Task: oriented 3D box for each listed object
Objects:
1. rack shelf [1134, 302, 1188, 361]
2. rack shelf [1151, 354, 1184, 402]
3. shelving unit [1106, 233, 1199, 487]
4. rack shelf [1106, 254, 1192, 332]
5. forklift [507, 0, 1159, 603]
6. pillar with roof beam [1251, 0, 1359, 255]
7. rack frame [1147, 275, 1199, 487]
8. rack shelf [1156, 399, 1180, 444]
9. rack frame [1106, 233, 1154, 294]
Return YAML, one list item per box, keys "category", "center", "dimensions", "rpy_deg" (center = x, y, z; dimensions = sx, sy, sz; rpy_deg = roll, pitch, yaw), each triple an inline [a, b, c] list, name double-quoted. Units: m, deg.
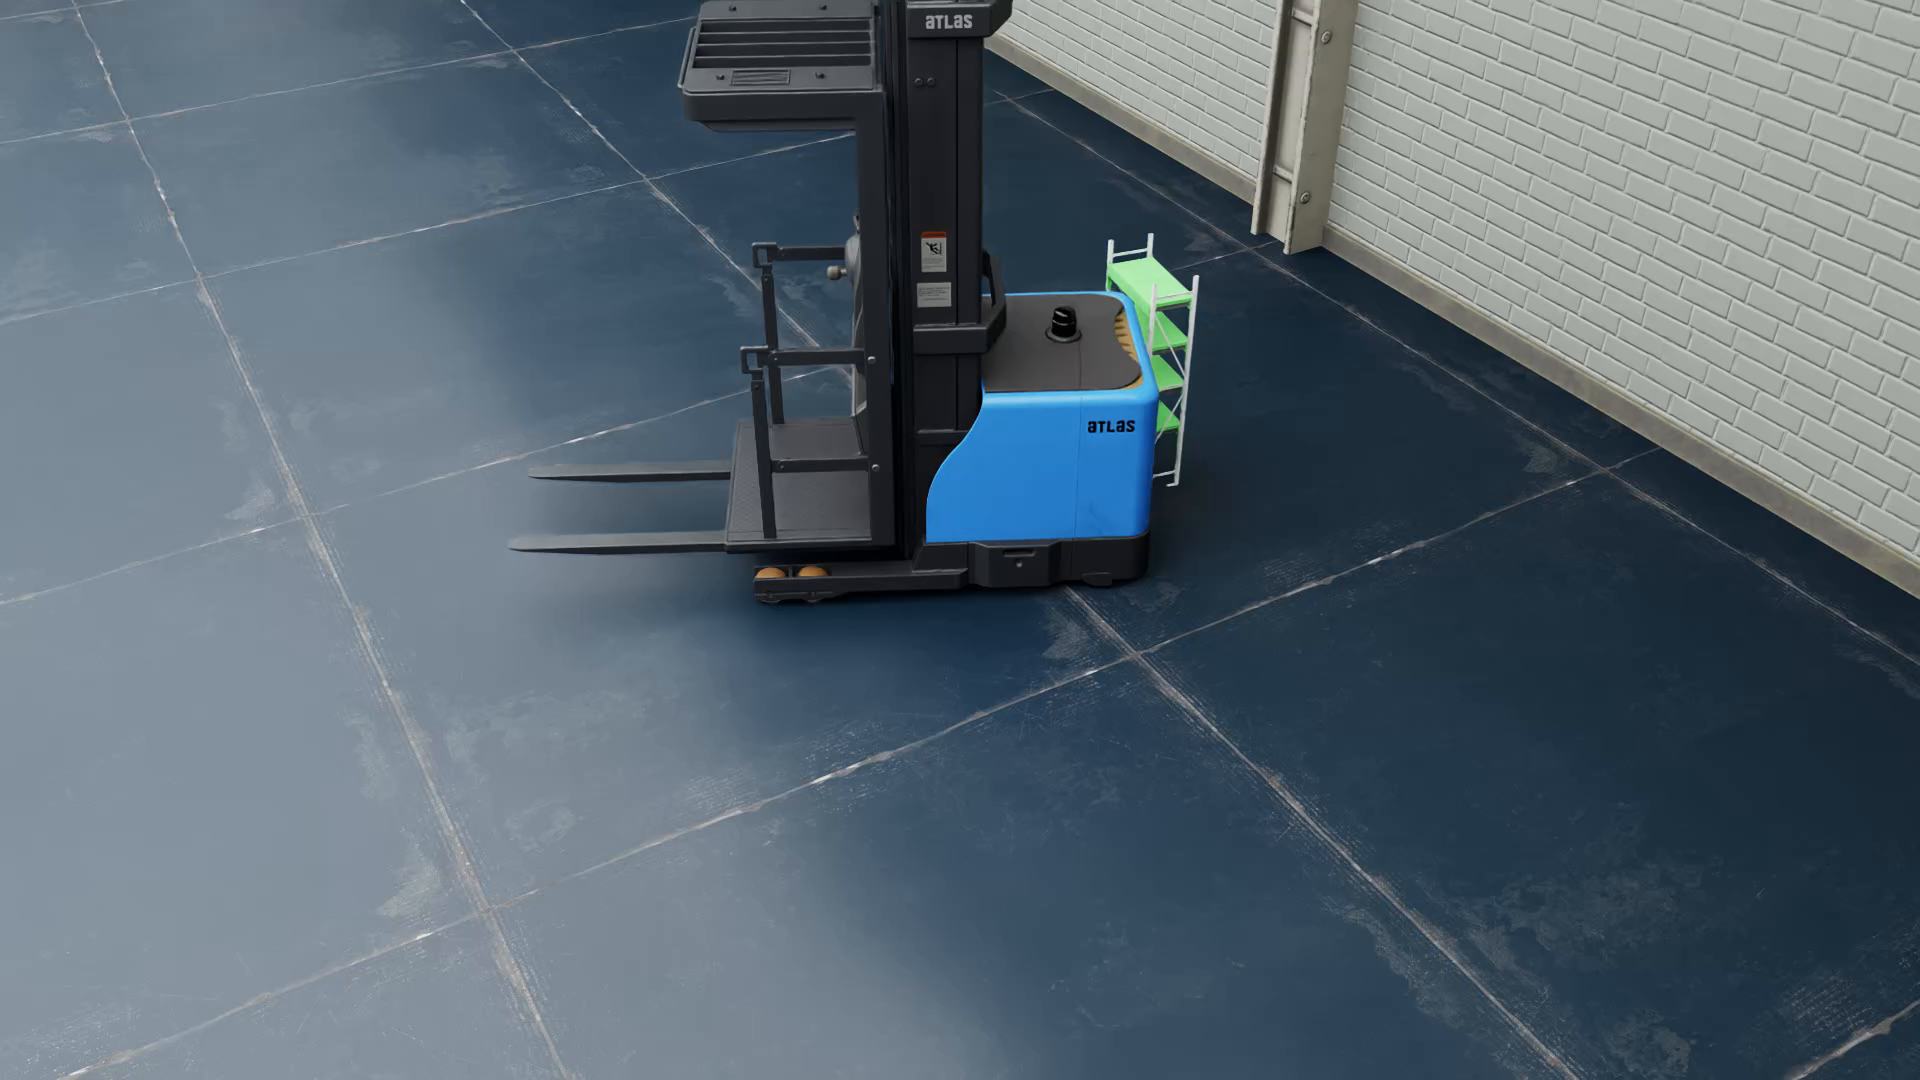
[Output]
- category: "rack shelf"
  center: [0.937, -1.029, 8.341]
  dimensions: [0.258, 0.148, 0.480]
  rpy_deg: [-12, 38, -17]
- category: "rack shelf"
  center: [0.936, -0.835, 8.483]
  dimensions: [0.258, 0.148, 0.480]
  rpy_deg: [-12, 38, -17]
- category: "shelving unit"
  center: [0.936, -0.886, 8.445]
  dimensions: [0.258, 1.200, 0.503]
  rpy_deg: [-12, 38, -17]
- category: "rack shelf"
  center: [0.939, -1.223, 8.200]
  dimensions: [0.258, 0.148, 0.480]
  rpy_deg: [-12, 38, -17]
- category: "forklift"
  center: [-0.635, -1.208, 7.419]
  dimensions: [3.031, 2.935, 1.130]
  rpy_deg: [-2, 36, -2]
- category: "pillar with roof beam"
  center: [-1.561, -4.352, 6.580]
  dimensions: [9.100, 9.000, 0.400]
  rpy_deg: [-19, 40, -24]
- category: "rack frame"
  center: [1.023, -0.752, 8.261]
  dimensions: [0.240, 1.200, 0.015]
  rpy_deg: [-12, 38, -17]
- category: "rack shelf"
  center: [0.935, -0.641, 8.624]
  dimensions: [0.258, 0.148, 0.480]
  rpy_deg: [-12, 38, -17]
- category: "rack frame"
  center: [0.850, -1.021, 8.629]
  dimensions: [0.240, 1.200, 0.015]
  rpy_deg: [-12, 38, -17]
